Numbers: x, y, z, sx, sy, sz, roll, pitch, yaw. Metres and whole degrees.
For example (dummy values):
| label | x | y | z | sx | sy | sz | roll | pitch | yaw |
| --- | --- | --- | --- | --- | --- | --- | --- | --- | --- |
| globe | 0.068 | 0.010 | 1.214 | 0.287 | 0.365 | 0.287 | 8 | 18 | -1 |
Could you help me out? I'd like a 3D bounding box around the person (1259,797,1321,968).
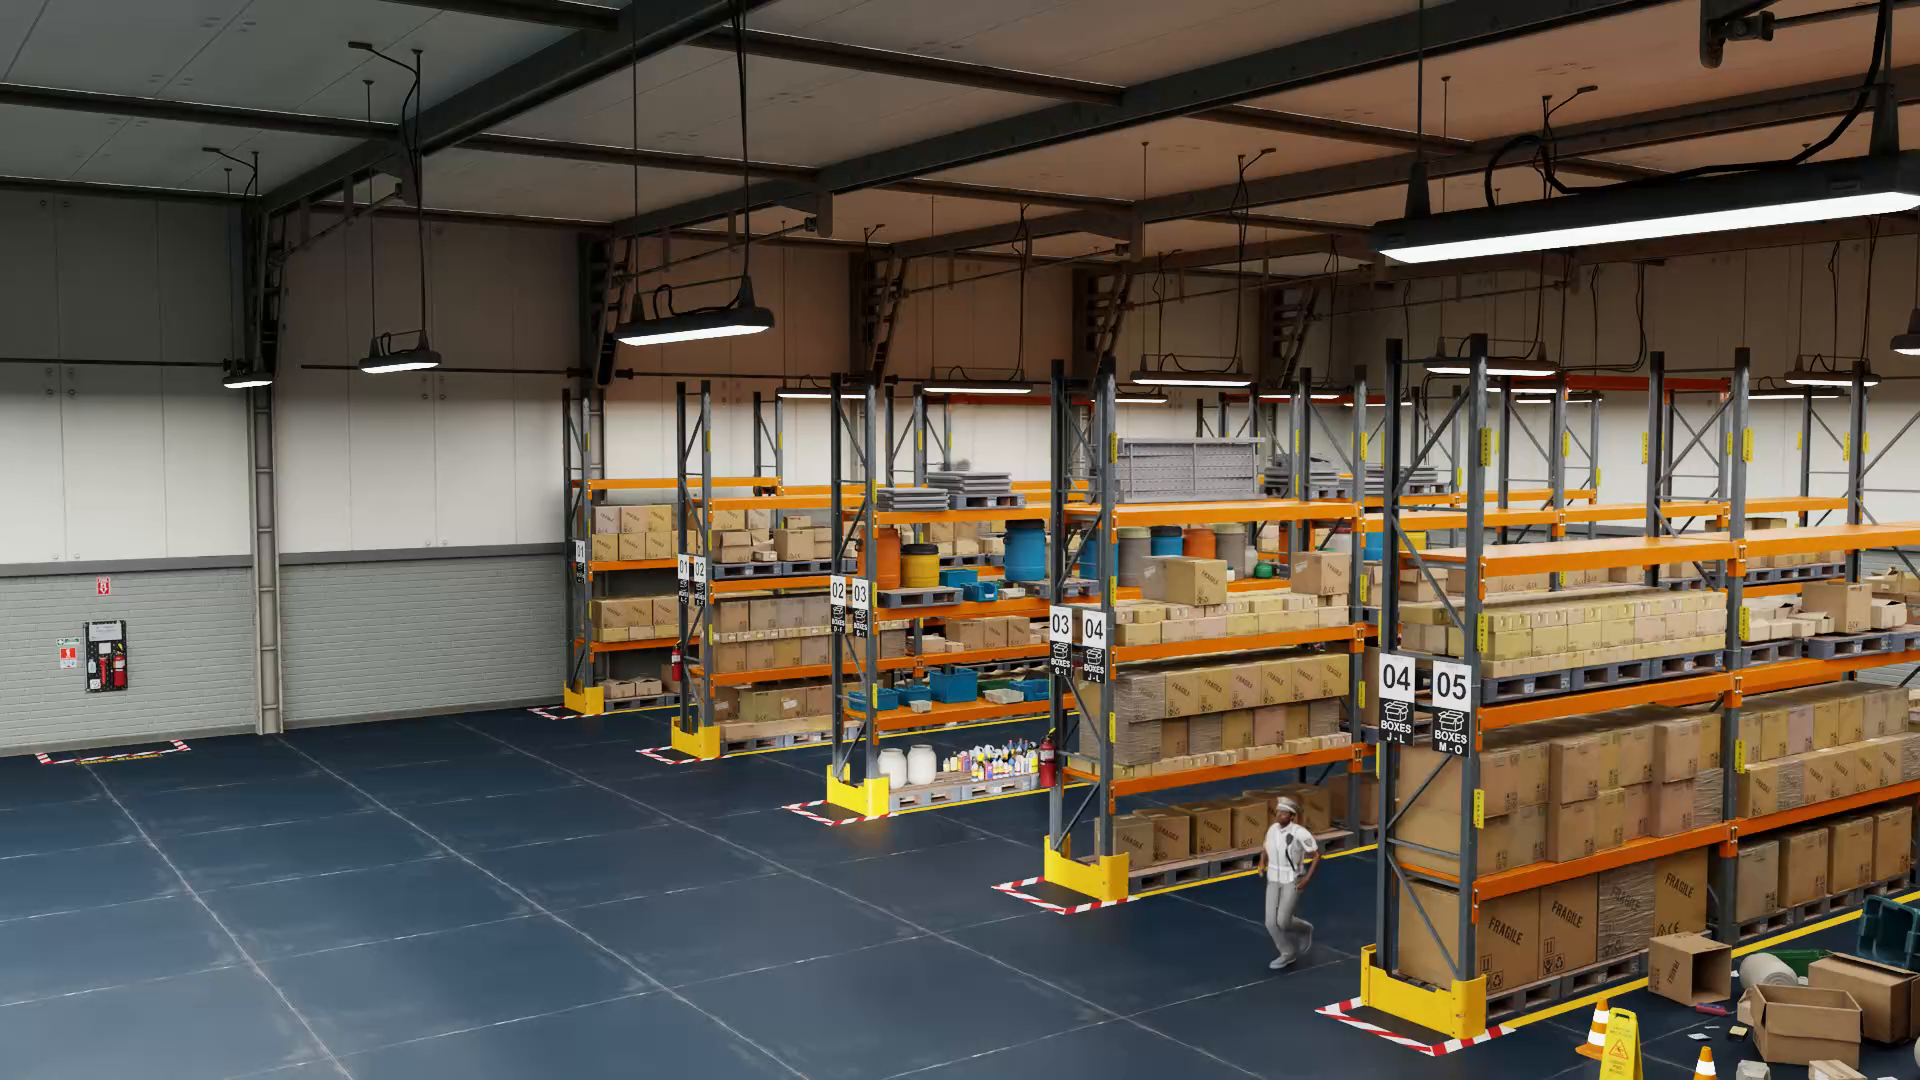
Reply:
| label | x | y | z | sx | sy | sz | roll | pitch | yaw |
| --- | --- | --- | --- | --- | --- | --- | --- | --- | --- |
| person | 3.152 | 3.310 | 16.101 | 0.507 | 1.660 | 0.629 | -4 | 5 | -45 |
